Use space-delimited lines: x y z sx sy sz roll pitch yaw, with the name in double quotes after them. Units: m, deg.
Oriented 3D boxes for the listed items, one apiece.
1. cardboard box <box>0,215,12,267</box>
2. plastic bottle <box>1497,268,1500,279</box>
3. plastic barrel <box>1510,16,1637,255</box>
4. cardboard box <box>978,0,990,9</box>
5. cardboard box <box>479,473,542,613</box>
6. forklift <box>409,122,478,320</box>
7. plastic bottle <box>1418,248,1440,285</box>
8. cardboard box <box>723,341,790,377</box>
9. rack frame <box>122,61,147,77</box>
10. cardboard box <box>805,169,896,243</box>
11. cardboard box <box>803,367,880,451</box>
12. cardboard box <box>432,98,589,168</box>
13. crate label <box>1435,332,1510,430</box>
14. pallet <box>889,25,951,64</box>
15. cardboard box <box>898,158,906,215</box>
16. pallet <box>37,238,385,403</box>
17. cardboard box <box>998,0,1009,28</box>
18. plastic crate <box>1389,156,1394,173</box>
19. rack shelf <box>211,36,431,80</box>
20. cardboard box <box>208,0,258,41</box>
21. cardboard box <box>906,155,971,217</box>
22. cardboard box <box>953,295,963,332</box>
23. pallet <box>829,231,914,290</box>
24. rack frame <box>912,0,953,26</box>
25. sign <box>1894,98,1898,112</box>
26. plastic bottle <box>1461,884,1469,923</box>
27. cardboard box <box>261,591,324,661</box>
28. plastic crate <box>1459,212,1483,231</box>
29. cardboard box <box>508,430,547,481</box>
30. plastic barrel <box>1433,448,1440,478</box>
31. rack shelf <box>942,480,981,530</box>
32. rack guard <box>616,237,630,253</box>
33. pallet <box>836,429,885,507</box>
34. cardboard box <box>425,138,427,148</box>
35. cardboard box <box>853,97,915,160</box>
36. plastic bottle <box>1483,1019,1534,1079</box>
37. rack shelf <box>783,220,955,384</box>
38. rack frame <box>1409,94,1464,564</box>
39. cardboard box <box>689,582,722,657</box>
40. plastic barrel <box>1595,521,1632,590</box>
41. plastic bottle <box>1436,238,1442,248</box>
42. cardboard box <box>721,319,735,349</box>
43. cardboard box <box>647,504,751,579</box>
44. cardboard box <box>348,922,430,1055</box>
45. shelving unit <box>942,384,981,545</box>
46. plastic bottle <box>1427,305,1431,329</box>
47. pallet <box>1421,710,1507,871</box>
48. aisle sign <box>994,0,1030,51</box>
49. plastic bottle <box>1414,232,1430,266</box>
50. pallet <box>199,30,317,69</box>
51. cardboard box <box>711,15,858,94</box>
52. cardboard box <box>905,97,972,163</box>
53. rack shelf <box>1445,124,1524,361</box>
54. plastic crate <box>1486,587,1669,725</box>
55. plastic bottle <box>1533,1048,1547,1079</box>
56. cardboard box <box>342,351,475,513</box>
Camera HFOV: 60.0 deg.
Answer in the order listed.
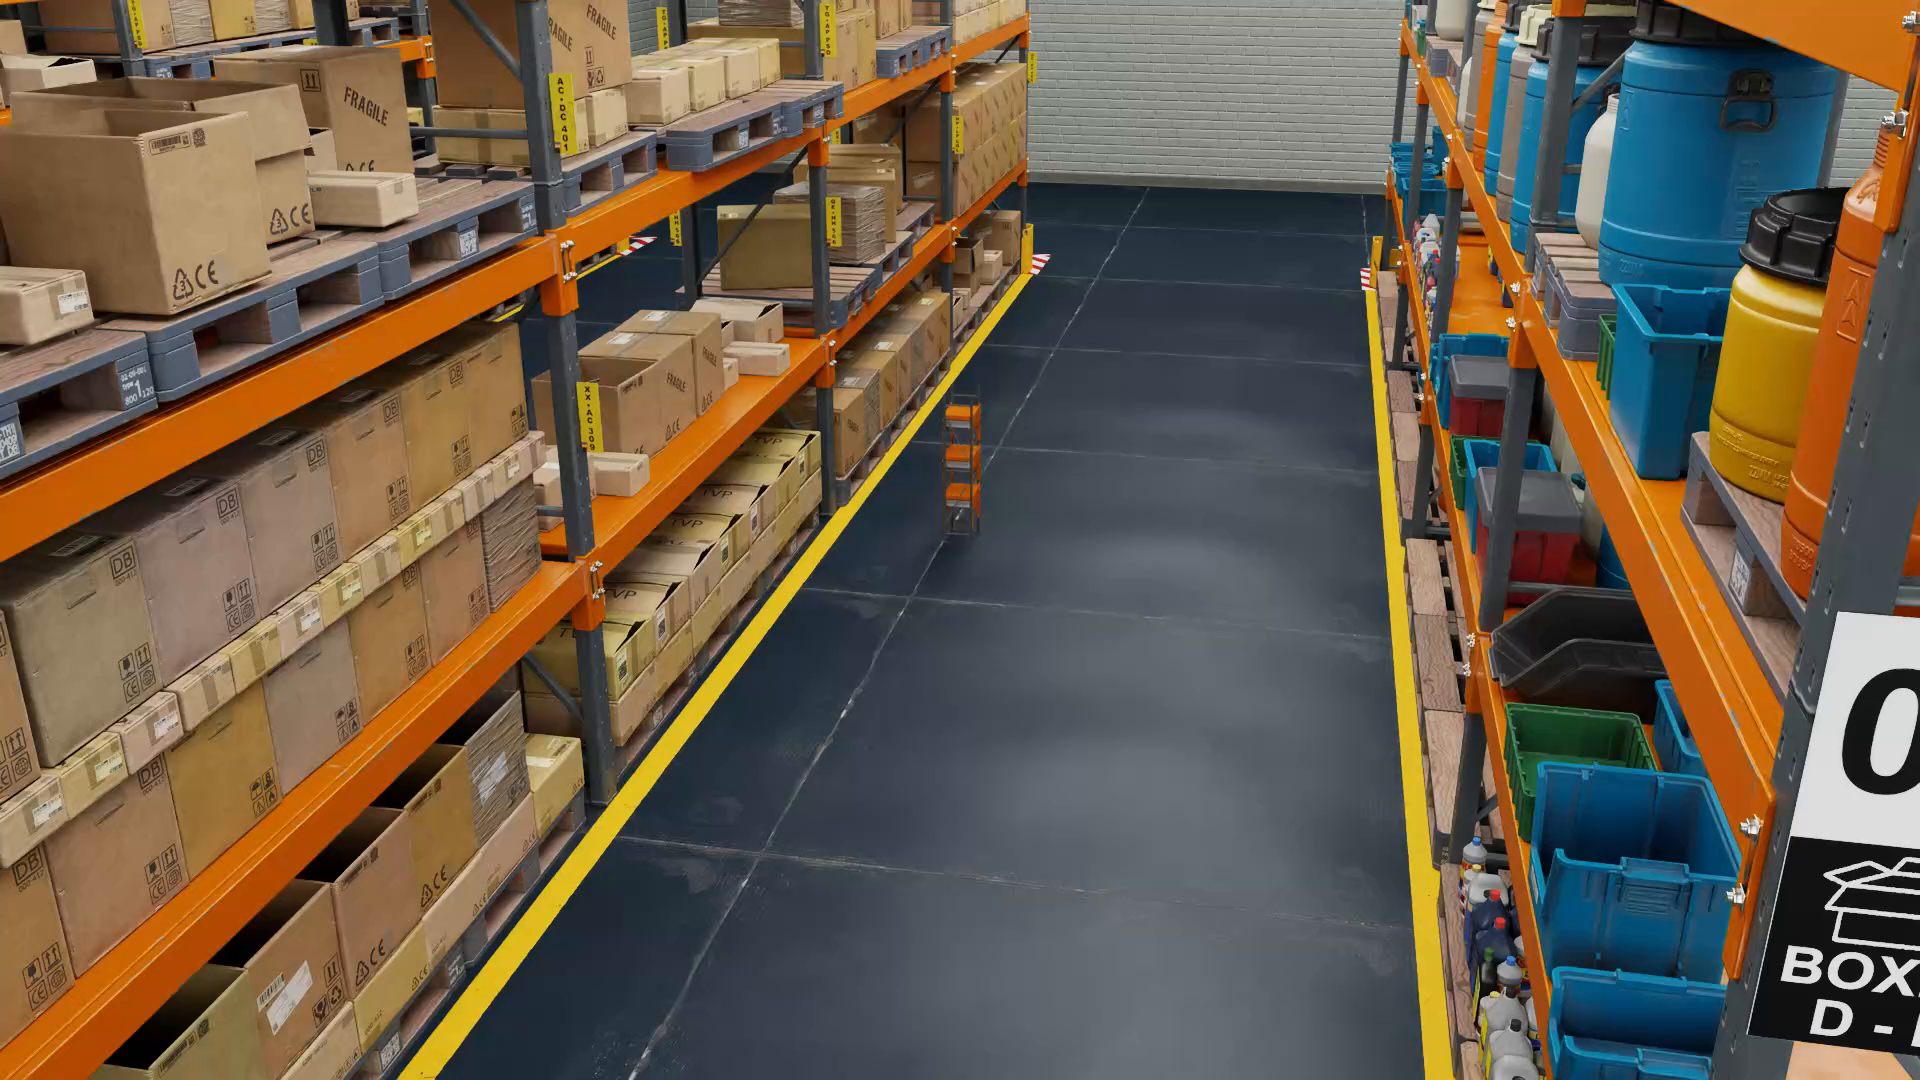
-2.923 -0.941 5.029 0.500 0.311 0.500 7 23 17 "cardboard box"
4.217 -2.152 12.855 0.097 0.271 0.097 0 22 0 "plastic bottle"
2.543 -1.597 6.617 0.600 0.901 0.708 4 22 11 "plastic barrel"
-0.008 -5.153 15.649 0.500 0.250 0.500 4 22 11 "cardboard box"
-2.281 -0.033 7.287 0.700 0.500 0.500 4 22 10 "cardboard box"
-3.346 -1.132 10.240 1.130 2.935 3.031 4 22 10 "forklift"
3.580 -2.075 12.657 0.152 0.276 0.135 4 22 11 "plastic bottle"
-1.294 -1.146 10.520 0.380 0.149 0.250 4 22 11 "cardboard box"
-6.231 -1.989 12.276 1.000 3.000 0.127 4 22 11 "rack frame"
-0.864 -2.666 13.261 0.700 0.500 0.500 -1 22 -3 "cardboard box"
-0.907 -0.994 12.562 0.500 0.500 0.500 4 22 9 "cardboard box"
-2.062 -1.891 7.656 0.500 0.250 0.500 7 23 16 "cardboard box"
3.000 -0.907 9.543 0.502 0.435 0.616 4 22 11 "crate label"
-0.766 -4.146 13.870 1.213 0.211 1.003 4 22 11 "pallet"
-0.714 -3.324 15.458 0.500 0.500 0.500 5 22 12 "cardboard box"
-2.597 -0.741 5.282 1.003 0.211 1.213 4 22 11 "pallet"
0.203 -5.286 16.649 0.500 0.250 0.500 4 22 11 "cardboard box"
4.581 -3.888 17.266 0.250 0.136 0.298 4 22 11 "plastic crate"
-5.823 -3.778 13.666 1.077 0.370 4.000 4 22 11 "rack shelf"
-6.006 -4.211 13.057 0.700 0.500 0.500 6 23 14 "cardboard box"
-0.194 -3.287 15.367 0.500 0.500 0.500 5 22 12 "cardboard box"
-0.267 -2.169 15.735 0.500 0.311 0.500 4 22 11 "cardboard box"
-0.988 -2.235 13.145 1.003 0.211 1.213 4 22 11 "pallet"
-0.564 -5.858 13.853 1.000 3.000 0.127 4 22 11 "rack frame"
9.407 -4.264 16.662 0.100 0.325 0.005 4 22 11 "sign"
2.116 1.481 6.818 0.097 0.201 0.097 0 22 0 "plastic bottle"
-2.408 0.277 5.649 0.380 0.149 0.250 5 22 11 "cardboard box"
4.519 -2.761 14.467 0.396 0.136 0.243 4 22 11 "plastic crate"
-2.043 -0.381 7.282 0.380 0.149 0.250 4 22 11 "cardboard box"
3.579 -0.668 11.764 0.421 0.512 0.421 0 22 0 "plastic barrel"
0.011 -0.239 11.314 0.215 0.259 0.240 4 22 11 "rack shelf"
-4.594 -3.764 20.030 1.175 0.500 0.348 4 22 11 "rack guard"
-1.191 -0.589 12.534 1.003 0.211 1.213 4 22 11 "pallet"
-5.288 -3.788 16.342 0.980 0.700 0.700 5 22 12 "cardboard box"
-0.715 -3.790 15.277 0.500 0.500 0.500 5 22 11 "cardboard box"
1.917 1.810 5.800 0.144 0.351 0.185 5 23 13 "plastic bottle"
-0.973 -2.010 13.292 1.077 0.370 4.000 4 22 11 "rack shelf"
3.468 -1.233 10.401 1.000 3.000 0.127 4 22 11 "rack frame"
-1.663 0.426 9.399 0.500 0.250 0.500 4 22 9 "cardboard box"
3.027 -0.121 6.968 0.600 0.901 0.708 4 22 11 "plastic barrel"
3.868 -2.327 13.383 0.097 0.201 0.097 0 22 0 "plastic bottle"
-1.753 -1.259 10.583 0.500 0.311 0.500 4 22 10 "cardboard box"
-1.556 -0.023 9.764 0.500 0.311 0.500 5 22 12 "cardboard box"
-2.378 1.666 6.319 0.500 0.250 0.500 4 22 11 "cardboard box"
0.011 -0.507 11.206 0.215 1.050 0.252 4 22 11 "shelving unit"
3.281 -1.554 11.462 0.097 0.201 0.097 0 22 0 "plastic bottle"
2.774 1.233 8.010 1.003 0.211 1.213 4 22 11 "pallet"
0.566 -5.746 18.125 0.394 0.787 0.004 4 22 11 "aisle sign"
3.691 -2.322 13.277 0.097 0.271 0.097 0 22 0 "plastic bottle"
-5.926 -3.941 13.362 1.003 0.211 1.213 6 23 13 "pallet"
-1.221 -3.399 11.628 0.910 0.500 0.500 4 22 11 "cardboard box"
-0.193 -3.736 15.143 0.500 0.500 0.500 5 22 12 "cardboard box"
3.060 -1.560 8.159 1.077 0.370 4.000 4 22 11 "rack shelf"
2.420 0.440 6.329 0.767 0.338 0.504 4 22 11 "plastic crate"
2.045 1.873 5.845 0.097 0.201 0.097 0 22 0 "plastic bottle"
-2.383 -0.450 6.585 0.700 0.500 0.500 4 22 11 "cardboard box"
